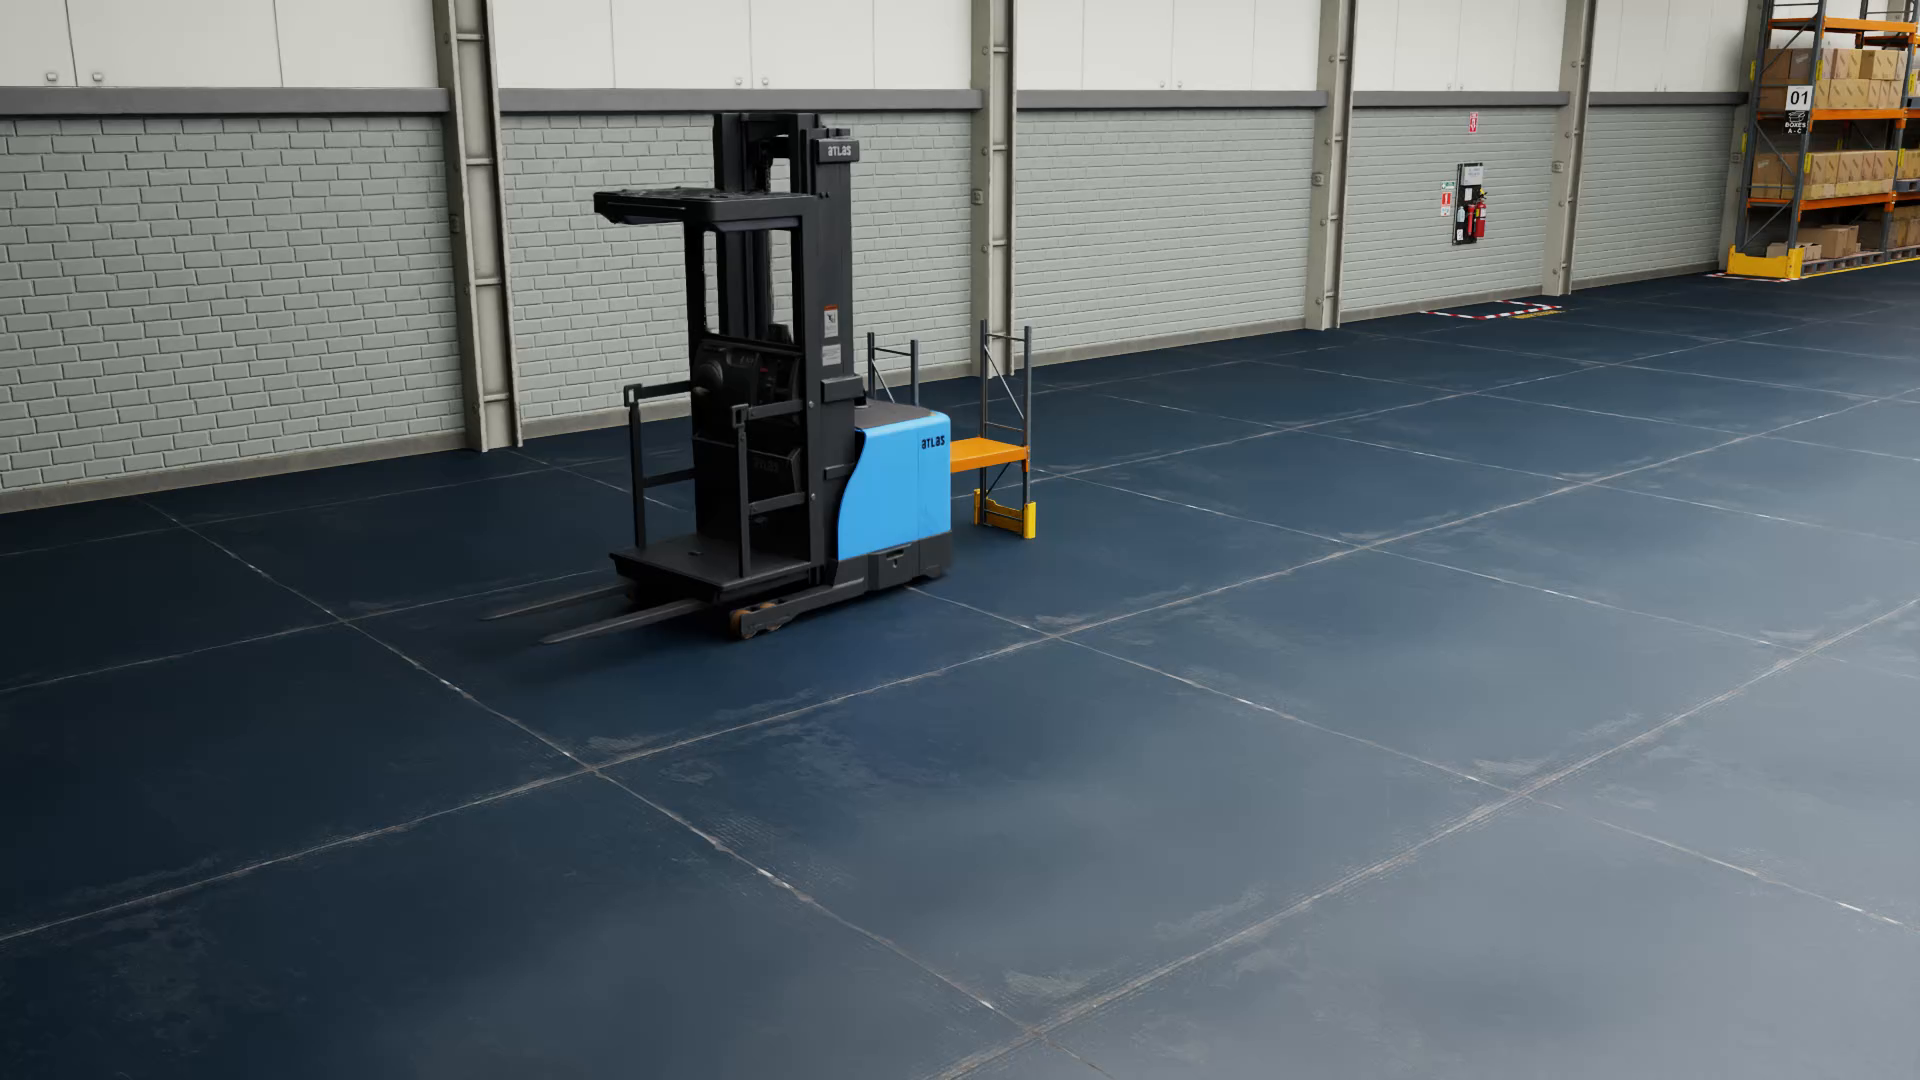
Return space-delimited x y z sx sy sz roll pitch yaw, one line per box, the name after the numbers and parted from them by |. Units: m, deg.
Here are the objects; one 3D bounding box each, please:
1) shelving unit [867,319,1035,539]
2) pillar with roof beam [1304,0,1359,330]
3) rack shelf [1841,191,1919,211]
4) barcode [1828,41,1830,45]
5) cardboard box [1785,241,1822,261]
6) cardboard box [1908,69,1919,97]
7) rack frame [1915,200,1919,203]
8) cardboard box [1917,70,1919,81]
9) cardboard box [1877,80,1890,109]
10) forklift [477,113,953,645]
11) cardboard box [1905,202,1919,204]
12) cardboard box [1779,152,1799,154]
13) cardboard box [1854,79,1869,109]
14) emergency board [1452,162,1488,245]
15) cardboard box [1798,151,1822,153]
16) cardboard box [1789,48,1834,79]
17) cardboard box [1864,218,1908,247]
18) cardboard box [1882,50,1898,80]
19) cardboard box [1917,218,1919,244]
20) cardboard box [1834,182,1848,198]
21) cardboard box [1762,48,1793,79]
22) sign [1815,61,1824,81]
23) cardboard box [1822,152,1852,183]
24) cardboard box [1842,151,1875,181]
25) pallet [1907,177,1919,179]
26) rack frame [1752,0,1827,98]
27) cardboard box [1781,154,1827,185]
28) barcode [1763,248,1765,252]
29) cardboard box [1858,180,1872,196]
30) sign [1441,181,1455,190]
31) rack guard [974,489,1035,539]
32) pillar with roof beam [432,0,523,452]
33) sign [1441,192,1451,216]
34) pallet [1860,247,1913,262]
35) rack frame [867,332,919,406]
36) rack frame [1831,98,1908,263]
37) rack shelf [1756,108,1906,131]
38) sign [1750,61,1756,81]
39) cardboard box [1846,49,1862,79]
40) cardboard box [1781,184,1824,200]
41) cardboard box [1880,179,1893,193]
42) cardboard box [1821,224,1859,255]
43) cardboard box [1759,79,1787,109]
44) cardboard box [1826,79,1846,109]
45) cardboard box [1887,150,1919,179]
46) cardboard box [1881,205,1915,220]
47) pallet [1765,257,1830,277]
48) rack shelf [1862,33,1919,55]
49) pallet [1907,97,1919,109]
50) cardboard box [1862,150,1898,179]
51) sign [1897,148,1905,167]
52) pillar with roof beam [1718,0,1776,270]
-0.057 -0.712 11.509 1.083 1.500 0.587 -13 20 -39 | shelving unit
7.716 -6.380 18.197 0.400 9.000 9.100 -13 19 -39 | pillar with roof beam
18.508 -6.734 32.543 4.000 0.370 1.077 -13 19 -39 | rack shelf
15.669 -8.958 29.981 0.075 0.075 0.001 -13 19 -39 | barcode
14.993 -5.175 29.670 0.500 0.311 0.500 -11 18 -35 | cardboard box
17.465 -8.521 31.016 0.500 0.500 0.500 -9 18 -32 | cardboard box
20.017 -7.421 33.719 0.127 3.000 1.000 -13 19 -39 | rack frame
18.395 -8.729 31.798 0.500 0.500 0.500 -14 20 -41 | cardboard box
16.391 -8.033 29.967 0.500 0.500 0.500 14 20 42 | cardboard box
-1.418 -0.994 9.792 1.130 2.935 3.031 14 20 41 | forklift
19.037 -6.571 33.077 0.500 0.250 0.500 -12 19 -38 | cardboard box
14.584 -6.570 29.331 0.500 0.500 0.500 -12 19 -39 | cardboard box
15.606 -7.848 29.274 0.500 0.500 0.500 -11 19 -36 | cardboard box
7.527 -4.925 24.375 0.643 1.169 0.194 -13 19 -39 | emergency board
15.351 -6.743 29.981 0.500 0.500 0.500 -12 19 -39 | cardboard box
14.432 -8.074 28.181 0.500 0.500 0.500 14 21 43 | cardboard box
17.901 -5.973 32.291 0.500 0.500 0.700 -13 20 -40 | cardboard box
16.391 -8.500 29.778 0.500 0.500 0.500 -11 19 -36 | cardboard box
18.687 -6.139 32.912 0.500 0.500 0.700 -13 20 -40 | cardboard box
15.329 -6.199 29.398 0.500 0.250 0.500 -13 20 -40 | cardboard box
14.136 -8.180 28.577 0.500 0.500 0.500 -12 19 -37 | cardboard box
14.338 -7.831 27.750 0.005 0.325 0.100 -13 19 -39 | sign
15.313 -6.555 29.278 0.500 0.500 0.500 -13 20 -41 | cardboard box
16.086 -6.733 29.944 0.500 0.500 0.500 -13 20 -41 | cardboard box
18.551 -6.985 32.458 1.213 0.211 1.003 -13 19 -39 | pallet
13.982 -8.964 27.871 0.127 3.000 1.000 -13 19 -39 | rack frame
14.539 -6.387 28.649 0.500 0.500 0.500 -13 19 -39 | cardboard box
14.314 -5.164 29.610 0.075 0.075 0.001 -13 19 -39 | barcode
16.091 -6.370 30.037 0.500 0.250 0.500 -13 20 -40 | cardboard box
7.051 -5.124 24.023 0.331 0.109 0.001 -13 19 -39 | sign
0.318 -0.192 11.986 0.087 0.250 0.587 -13 20 -39 | rack guard
-1.337 -4.347 10.587 0.400 9.000 9.100 -13 19 -39 | pillar with roof beam
7.042 -4.868 24.095 0.234 0.329 0.001 -13 19 -39 | sign
17.586 -5.528 32.037 1.213 0.211 1.003 -13 19 -39 | pallet
-0.447 -0.624 11.180 0.032 1.500 0.500 -13 20 -39 | rack frame
17.000 -6.743 31.182 0.127 3.000 1.000 -13 19 -39 | rack frame
15.491 -7.506 29.619 4.000 0.370 1.077 -13 19 -39 | rack shelf
13.633 -8.054 28.561 0.005 0.325 0.100 -13 19 -39 | sign
15.223 -8.238 28.795 0.500 0.500 0.500 -12 19 -38 | cardboard box
14.559 -6.024 28.740 0.500 0.250 0.500 -13 20 -41 | cardboard box
16.841 -6.541 30.677 0.500 0.250 0.500 -13 19 -39 | cardboard box
16.243 -5.564 30.760 0.500 0.500 0.500 14 21 43 | cardboard box
14.131 -7.693 28.692 0.500 0.500 0.500 -11 18 -35 | cardboard box
14.827 -7.665 28.587 0.500 0.500 0.500 -11 19 -36 | cardboard box
17.832 -7.177 31.759 0.500 0.500 0.700 -10 18 -34 | cardboard box
18.264 -6.402 32.444 0.500 0.250 0.500 -13 20 -41 | cardboard box
14.675 -4.862 29.543 1.213 0.211 1.003 -13 19 -39 | pallet
18.508 -9.439 31.821 4.000 0.370 1.077 -13 19 -39 | rack shelf
17.535 -8.185 31.133 1.003 0.211 1.213 -13 19 -39 | pallet
16.846 -6.902 30.577 0.500 0.500 0.500 -13 20 -39 | cardboard box
17.362 -7.057 30.680 0.005 0.325 0.100 -13 19 -39 | sign
16.768 -8.413 25.808 0.400 9.000 9.100 -13 19 -39 | pillar with roof beam
